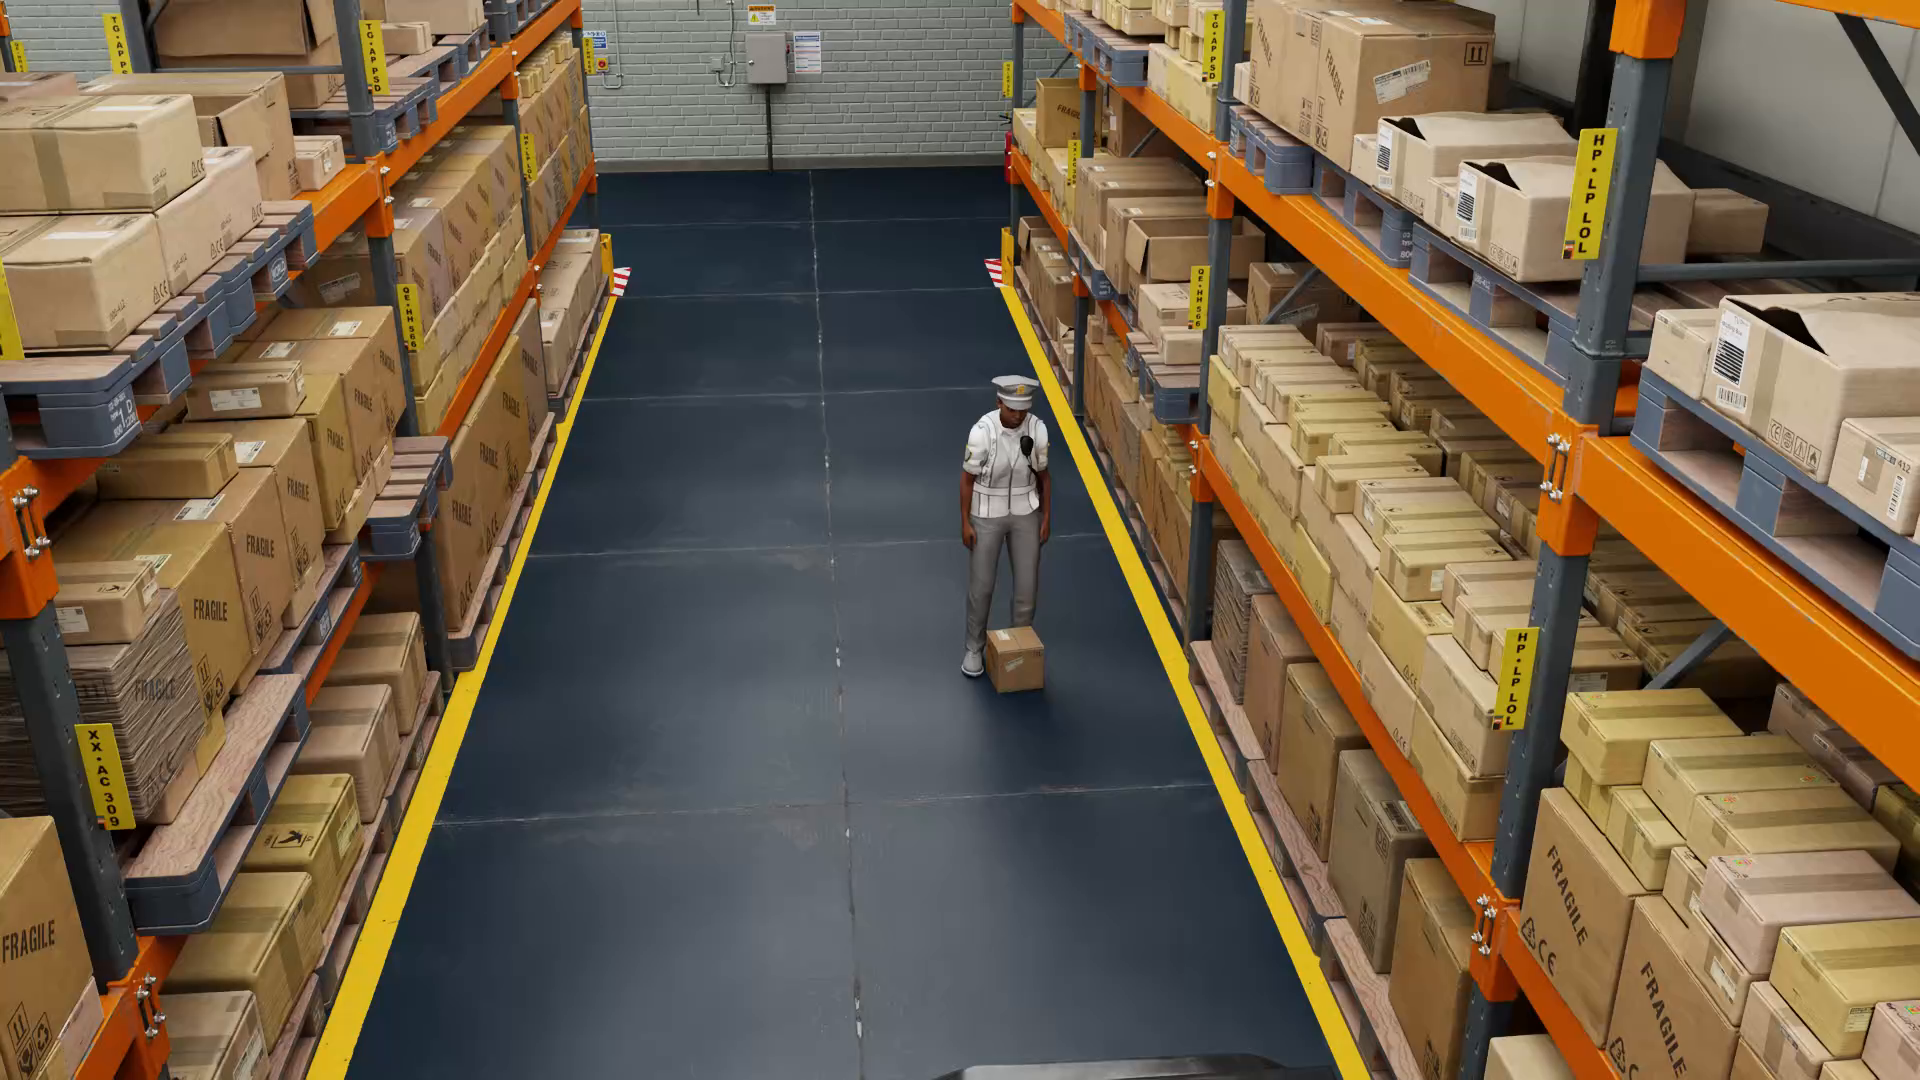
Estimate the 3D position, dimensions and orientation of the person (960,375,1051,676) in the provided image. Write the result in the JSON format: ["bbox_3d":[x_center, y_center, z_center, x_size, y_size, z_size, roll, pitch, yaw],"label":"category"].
[{"bbox_3d":[0.243,-0.090,8.809,0.503,1.656,0.421,-4,24,-10],"label":"person"}]
